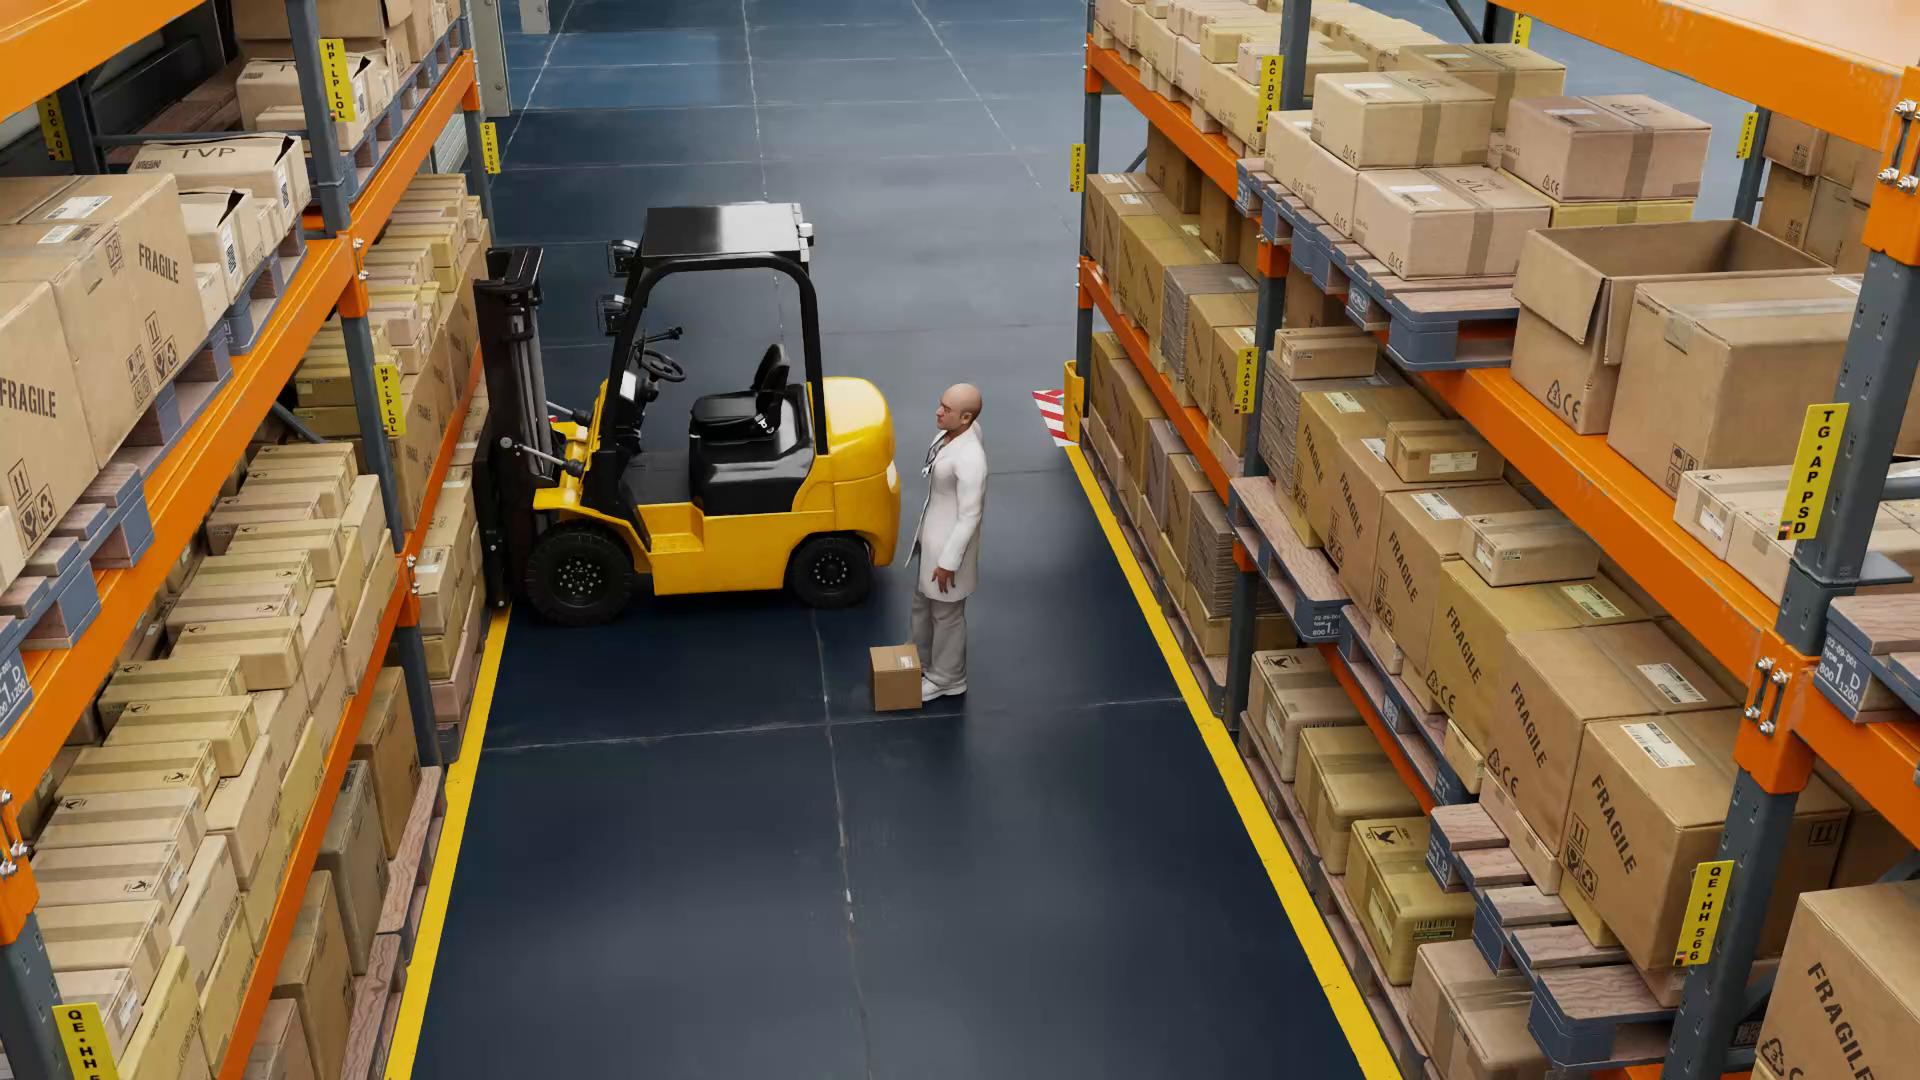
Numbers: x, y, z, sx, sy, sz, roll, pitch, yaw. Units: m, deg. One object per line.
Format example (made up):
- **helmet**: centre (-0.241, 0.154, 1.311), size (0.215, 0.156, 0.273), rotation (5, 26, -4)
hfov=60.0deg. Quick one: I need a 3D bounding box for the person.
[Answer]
- **person**: centre (-0.157, 0.024, 8.567), size (0.578, 1.778, 0.696), rotation (-4, 27, -7)
